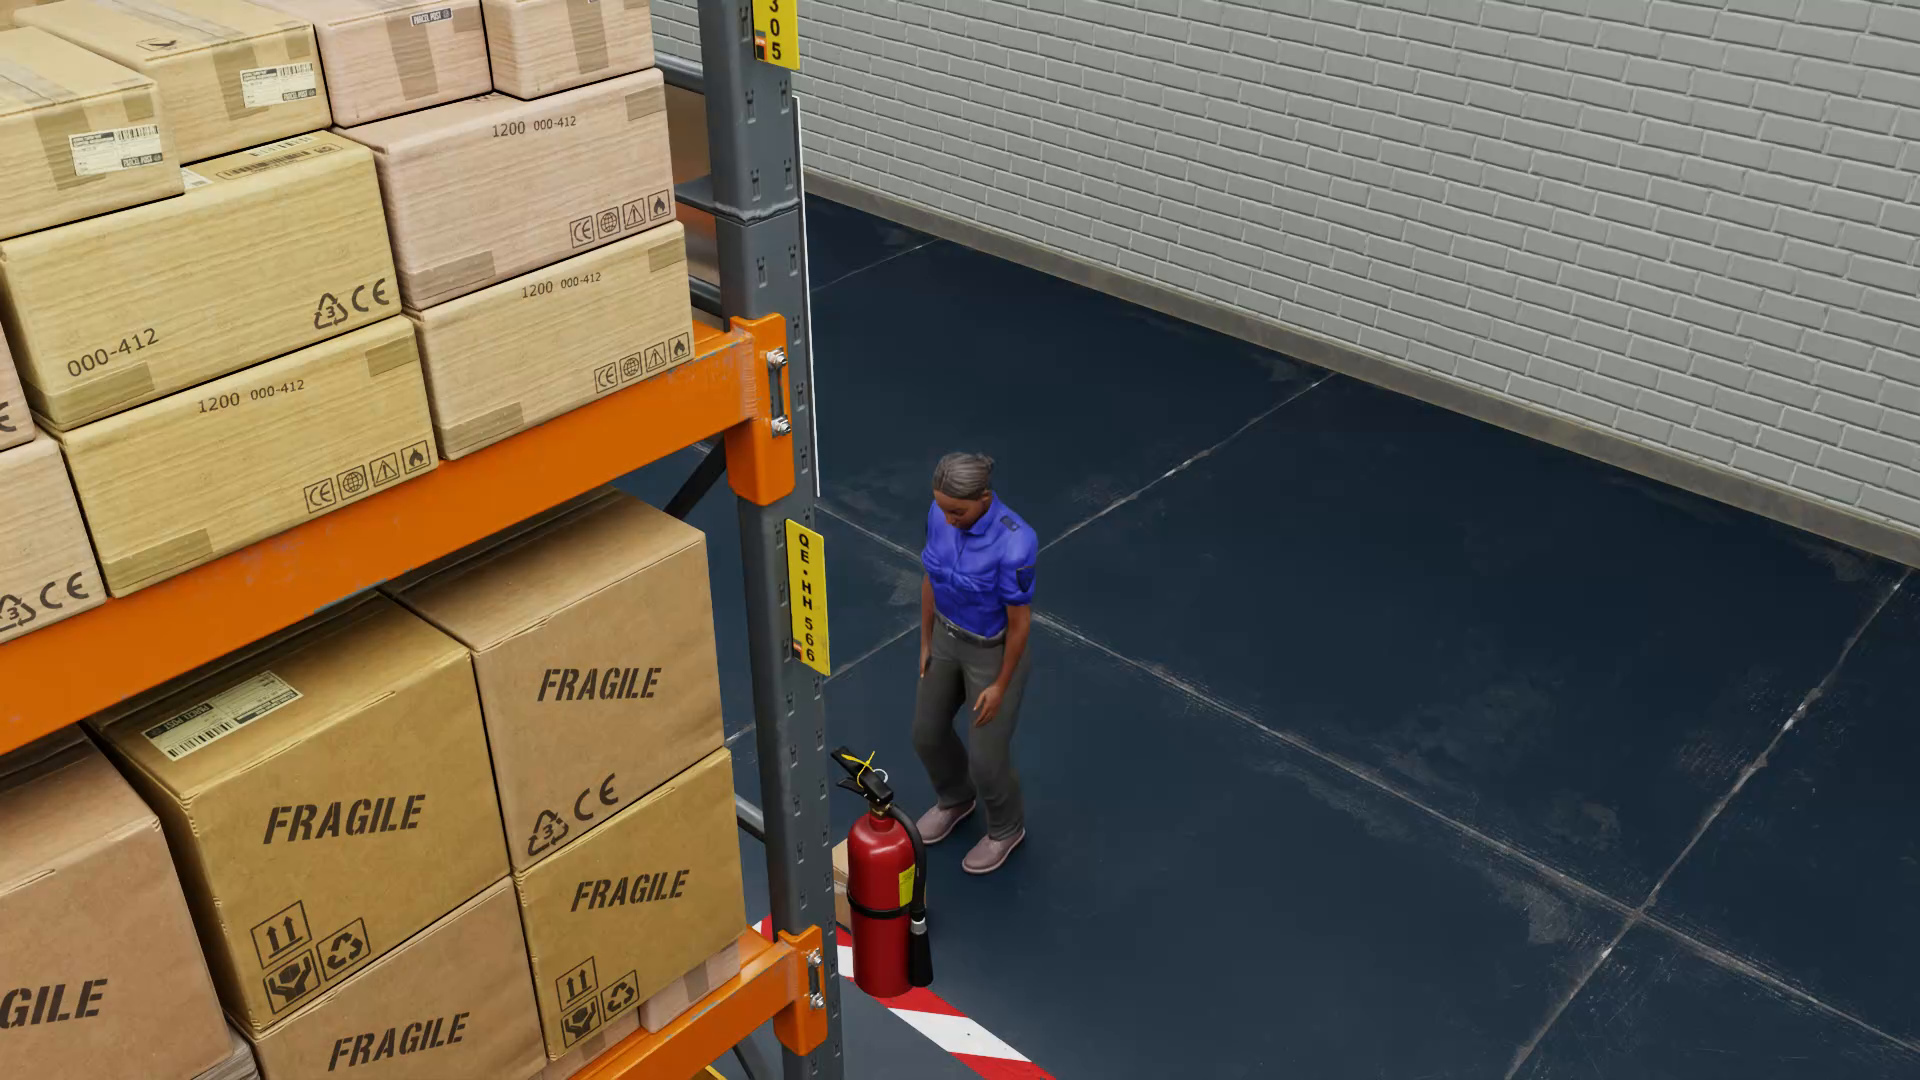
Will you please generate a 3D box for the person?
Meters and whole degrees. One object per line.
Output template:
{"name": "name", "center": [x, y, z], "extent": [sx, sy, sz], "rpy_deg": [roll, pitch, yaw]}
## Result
{"name": "person", "center": [0.057, 0.399, 5.538], "extent": [0.453, 1.617, 0.361], "rpy_deg": [26, 40, 36]}
